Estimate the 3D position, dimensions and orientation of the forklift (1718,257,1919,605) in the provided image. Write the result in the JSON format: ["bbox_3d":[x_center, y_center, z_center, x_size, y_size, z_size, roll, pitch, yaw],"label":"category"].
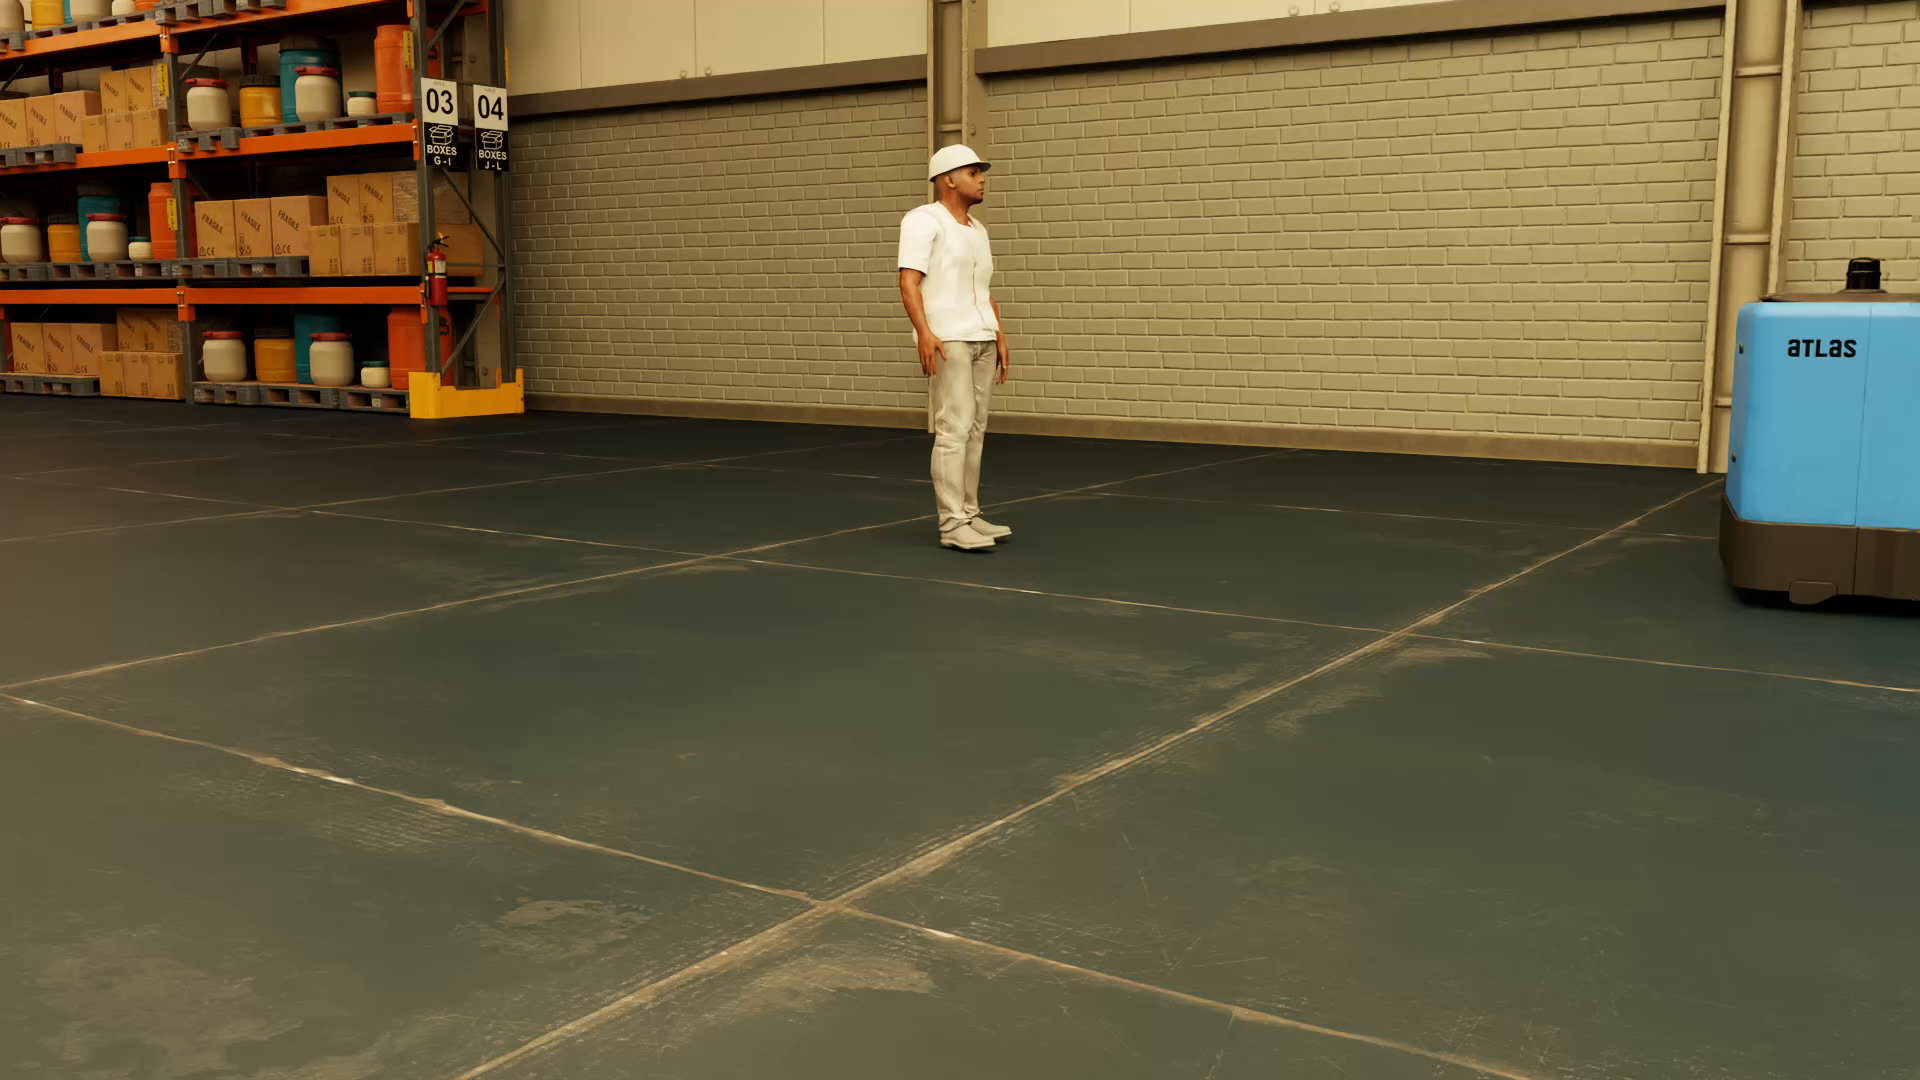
[{"bbox_3d":[4.331,-1.197,5.611,3.031,2.935,1.130,3,9,21],"label":"forklift"}]

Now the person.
[{"bbox_3d":[0.054,-0.876,7.435,0.577,1.765,0.665,5,10,34],"label":"person"}]
